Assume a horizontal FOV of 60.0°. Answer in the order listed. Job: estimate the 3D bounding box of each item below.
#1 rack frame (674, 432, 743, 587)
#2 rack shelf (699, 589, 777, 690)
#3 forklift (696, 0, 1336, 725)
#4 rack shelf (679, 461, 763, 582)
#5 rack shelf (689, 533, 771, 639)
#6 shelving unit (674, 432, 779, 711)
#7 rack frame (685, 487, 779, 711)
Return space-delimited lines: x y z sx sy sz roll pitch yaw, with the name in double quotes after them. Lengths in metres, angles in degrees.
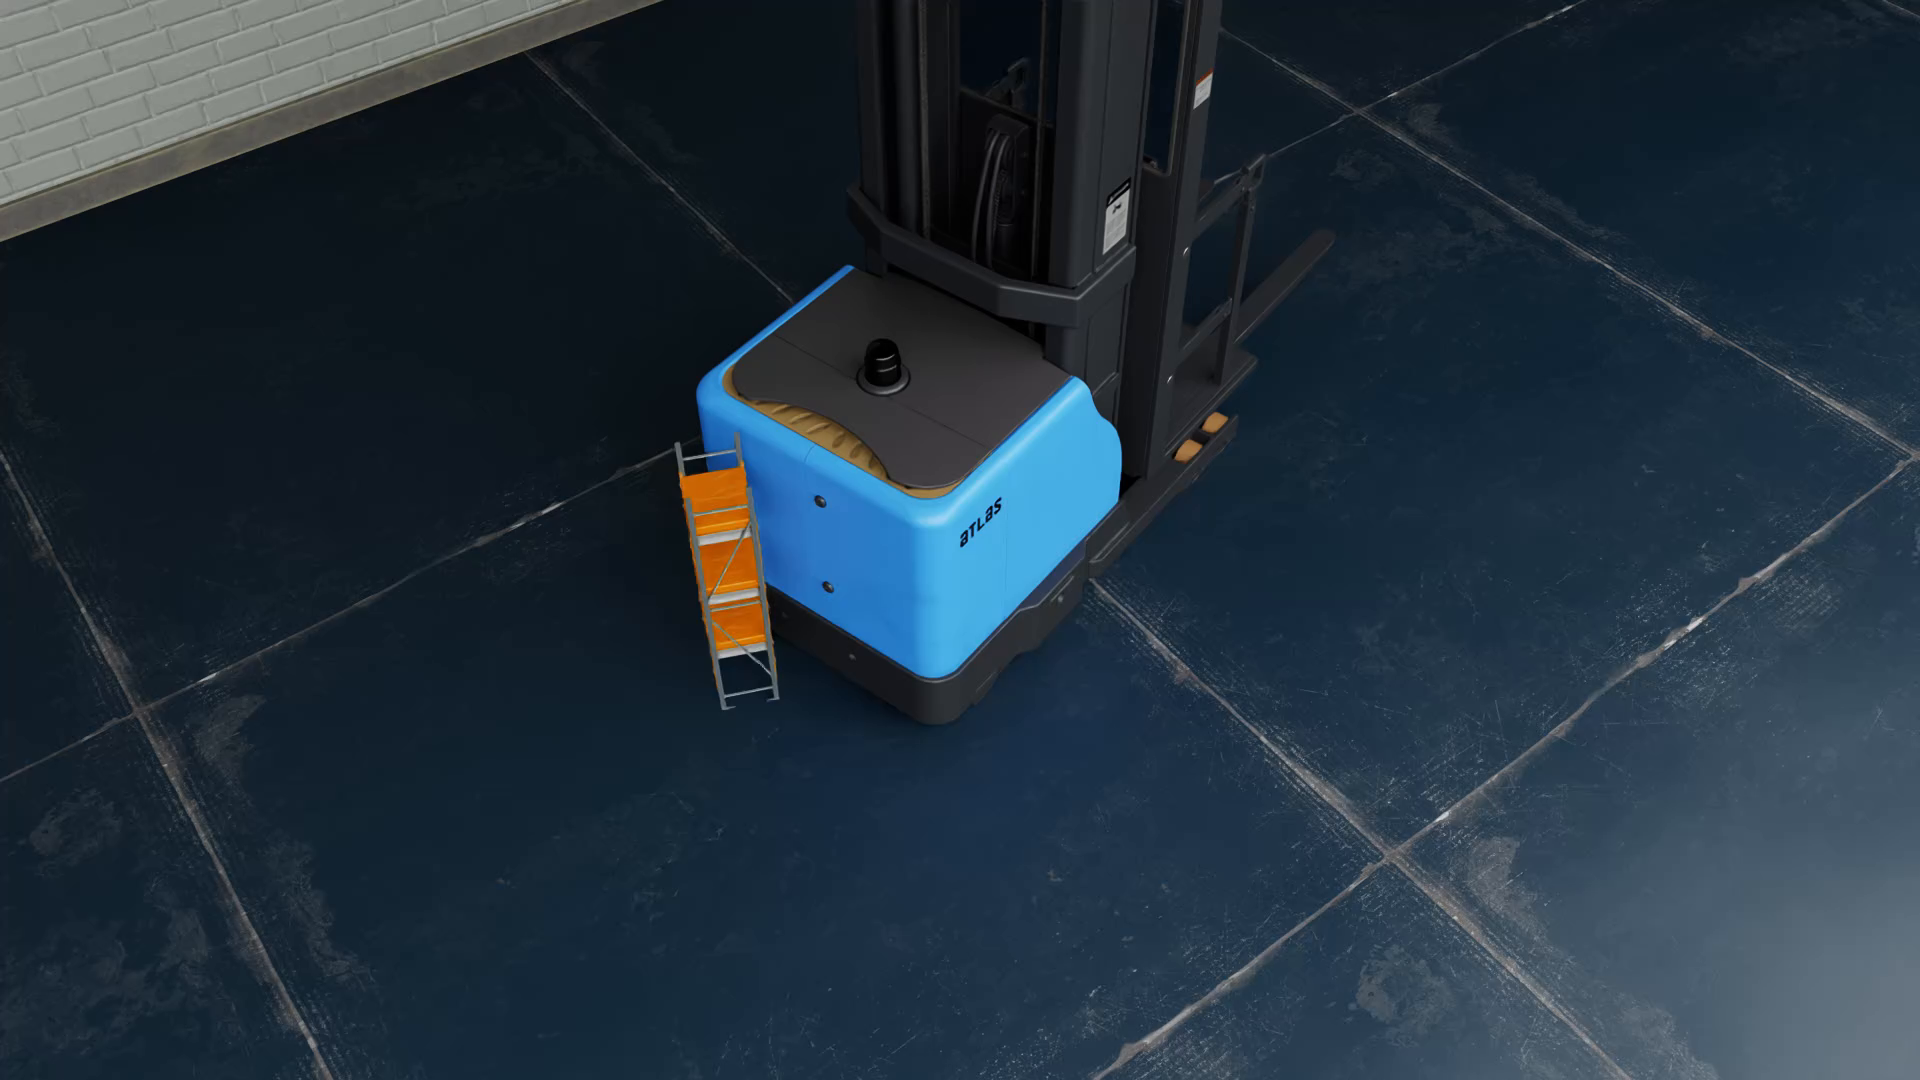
-0.780 0.039 5.506 0.200 1.050 0.008 -10 49 -9 "rack frame"
-0.751 0.320 5.640 0.215 0.259 0.240 -10 49 -9 "rack shelf"
0.435 -1.409 5.549 1.130 2.935 3.031 29 54 24 "forklift"
-0.750 -0.057 5.224 0.215 0.259 0.240 -10 49 -9 "rack shelf"
-0.751 0.134 5.434 0.215 0.259 0.240 -10 49 -9 "rack shelf"
-0.751 0.126 5.426 0.215 1.050 0.252 -10 49 -9 "shelving unit"
-0.721 0.214 5.347 0.200 1.050 0.008 -10 49 -9 "rack frame"
